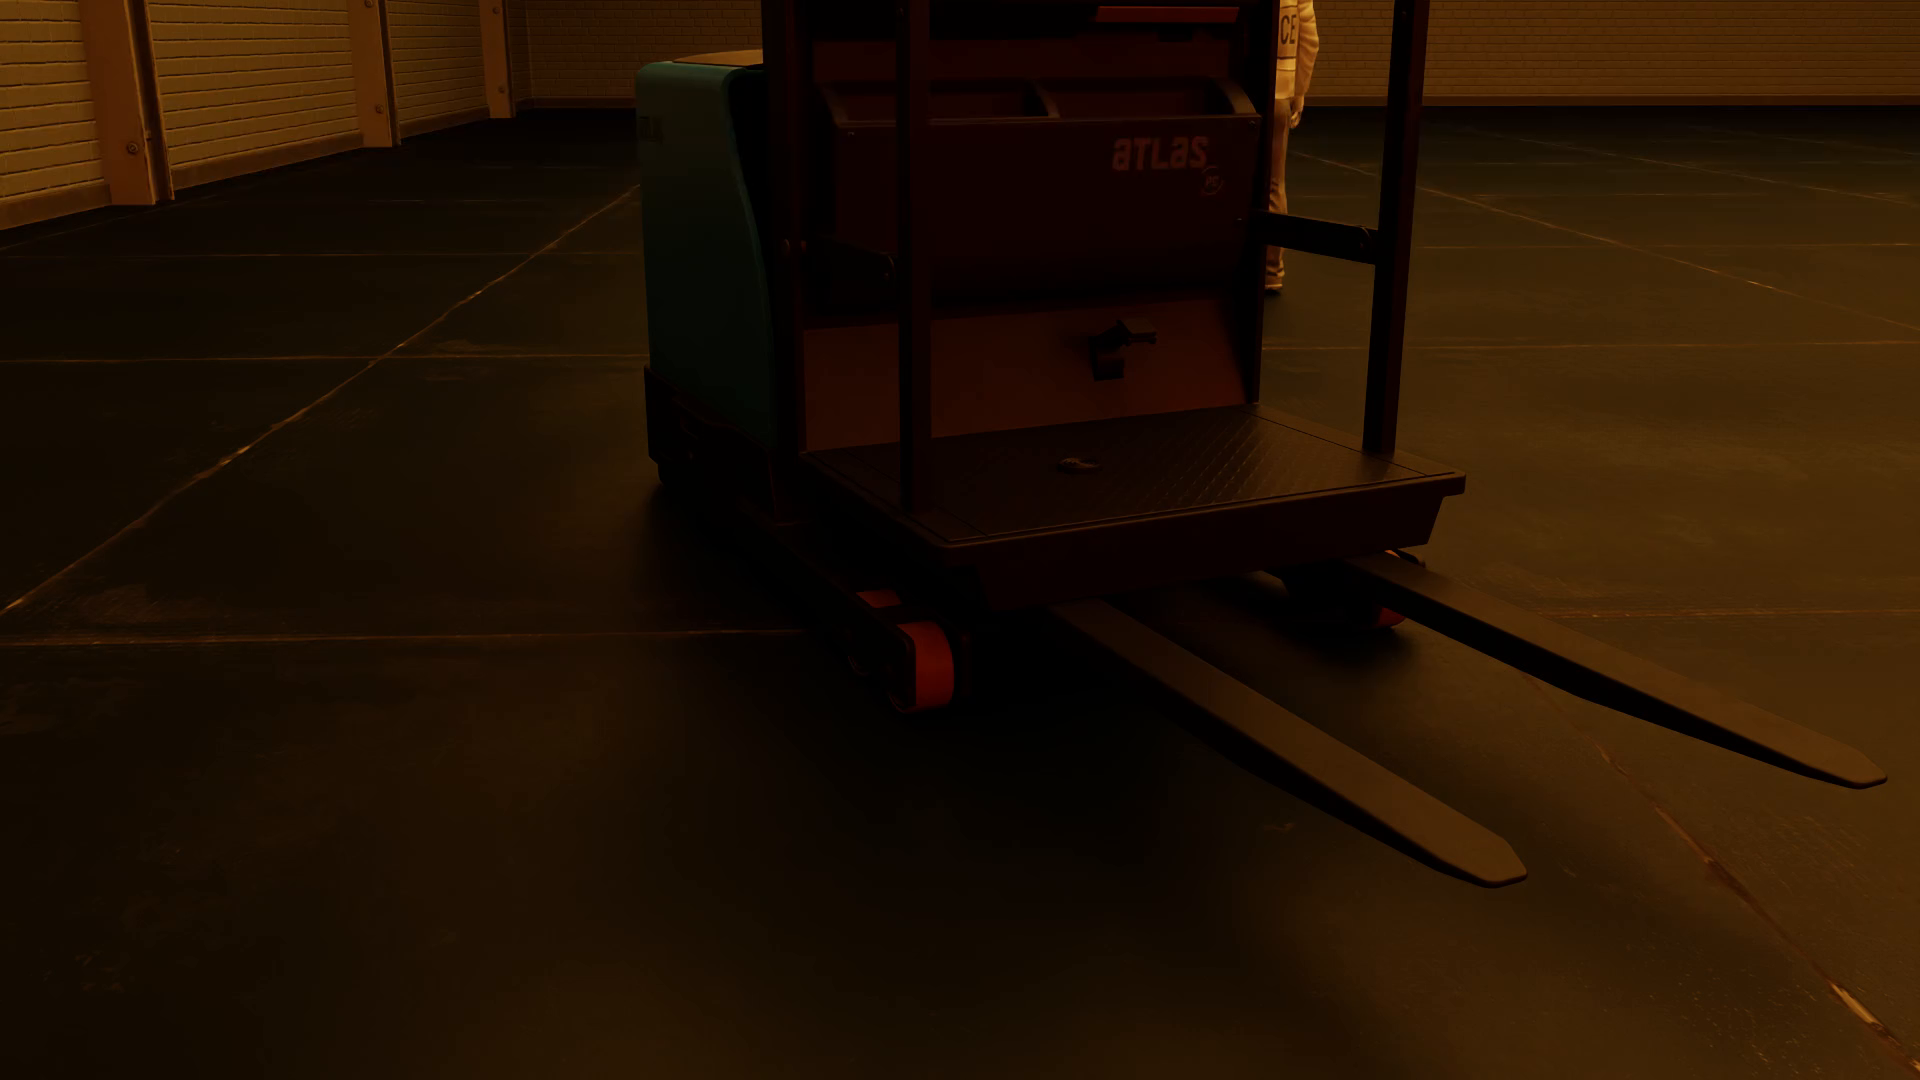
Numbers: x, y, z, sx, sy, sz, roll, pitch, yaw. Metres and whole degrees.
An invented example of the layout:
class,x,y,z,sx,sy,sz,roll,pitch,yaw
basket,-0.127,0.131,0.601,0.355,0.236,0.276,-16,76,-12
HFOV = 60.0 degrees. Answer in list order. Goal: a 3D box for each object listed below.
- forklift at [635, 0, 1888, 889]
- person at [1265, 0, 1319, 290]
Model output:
class,x,y,z,sx,sy,sz,roll,pitch,yaw
forklift,0.258,-1.240,2.962,1.130,2.935,3.031,-8,19,-24
person,1.244,-1.918,7.266,0.587,1.694,0.531,-6,18,-18
